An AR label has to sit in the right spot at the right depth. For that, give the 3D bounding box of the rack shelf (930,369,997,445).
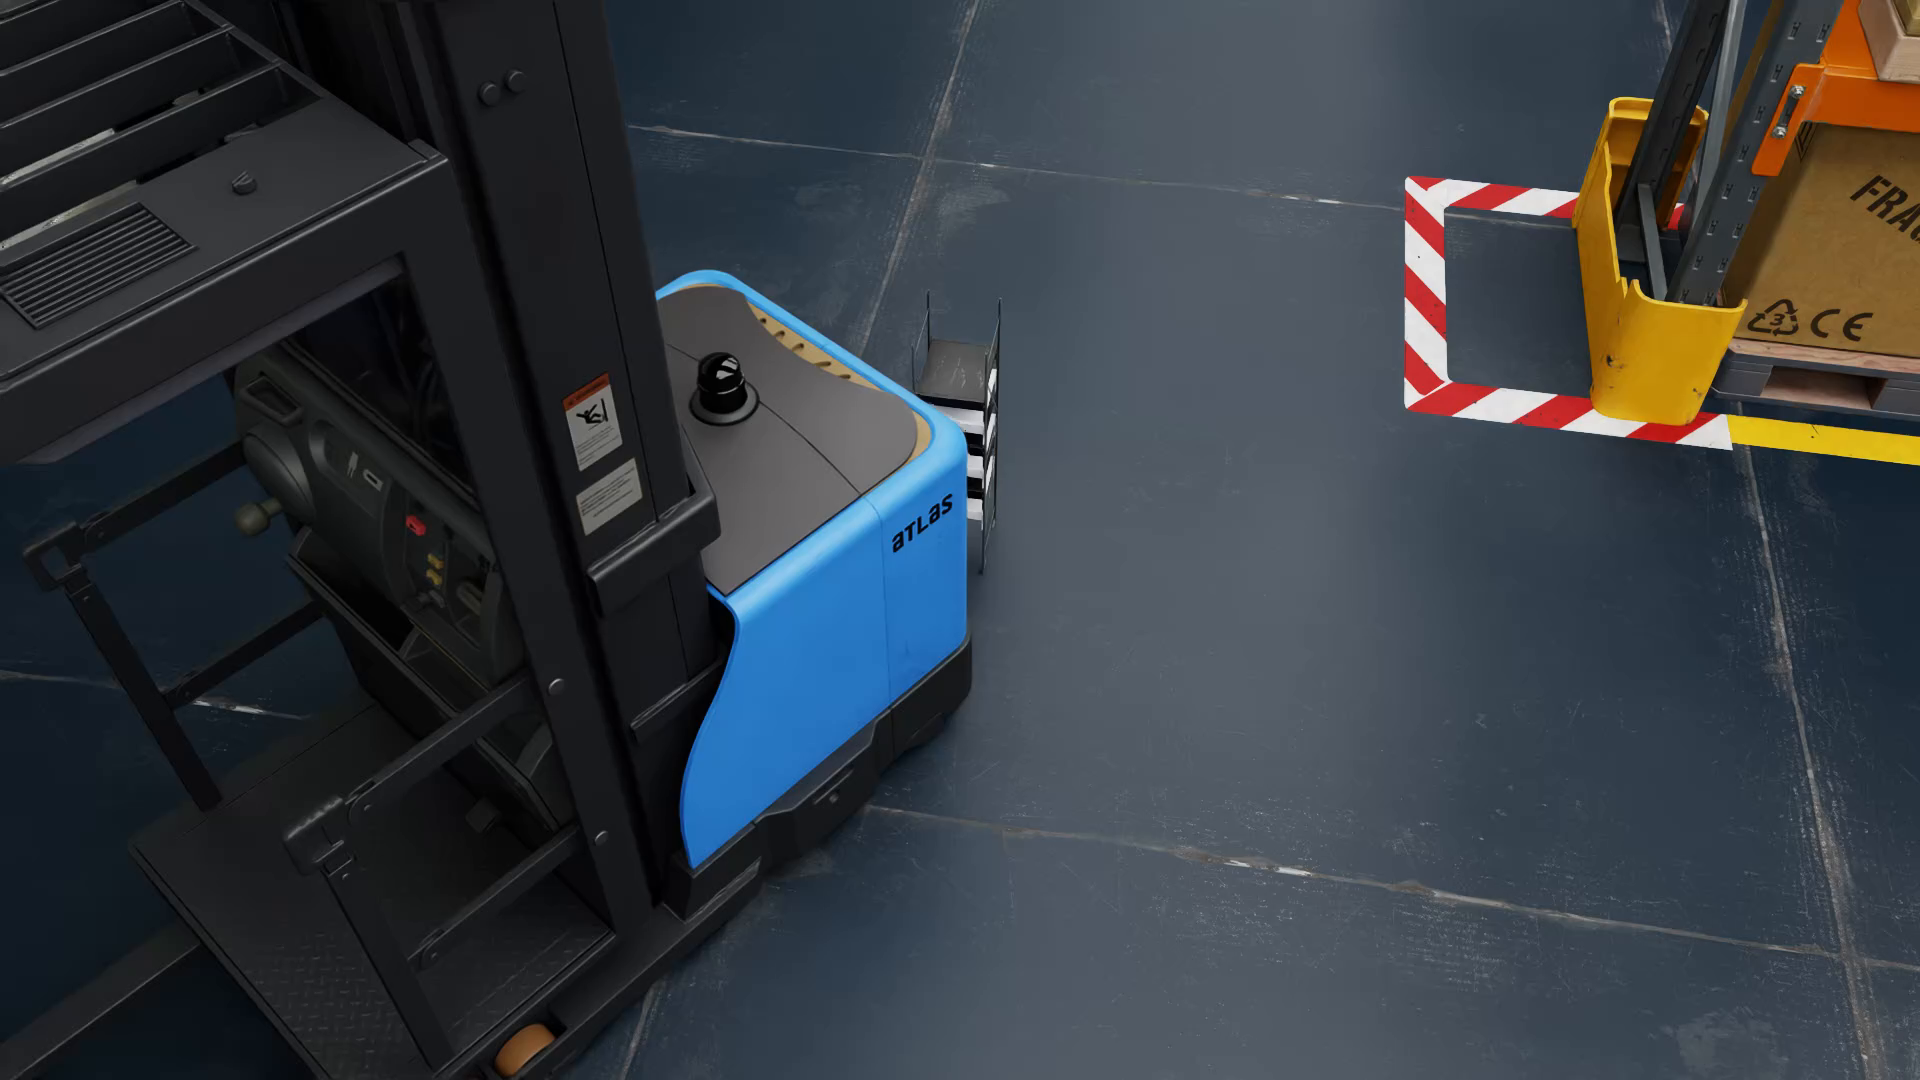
[{"bbox_3d":[-0.008,-0.400,4.807,0.200,0.077,0.258,8,49,7],"label":"rack shelf"}]

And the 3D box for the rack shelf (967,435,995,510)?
[{"bbox_3d":[-0.008,-0.219,5.008,0.200,0.077,0.258,8,49,7],"label":"rack shelf"}]

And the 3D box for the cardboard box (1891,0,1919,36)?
[{"bbox_3d":[2.862,-1.614,4.584,0.500,0.250,0.500,7,48,6],"label":"cardboard box"}]

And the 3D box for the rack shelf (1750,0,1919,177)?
[{"bbox_3d":[4.406,-1.320,4.904,4.000,0.370,1.077,8,49,7],"label":"rack shelf"}]

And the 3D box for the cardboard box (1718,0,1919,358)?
[{"bbox_3d":[3.082,-1.230,5.484,0.875,0.875,0.875,8,49,7],"label":"cardboard box"}]

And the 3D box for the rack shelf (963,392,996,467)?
[{"bbox_3d":[-0.008,-0.340,4.874,0.200,0.077,0.258,8,49,7],"label":"rack shelf"}]

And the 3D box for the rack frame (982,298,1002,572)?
[{"bbox_3d":[0.092,-0.288,4.904,0.006,0.900,0.240,8,49,7],"label":"rack frame"}]

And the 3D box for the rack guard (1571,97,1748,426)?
[{"bbox_3d":[2.414,-0.993,5.806,0.348,0.500,1.175,8,49,7],"label":"rack guard"}]

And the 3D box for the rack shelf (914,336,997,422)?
[{"bbox_3d":[-0.008,-0.460,4.740,0.200,0.077,0.258,8,49,7],"label":"rack shelf"}]

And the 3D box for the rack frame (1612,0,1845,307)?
[{"bbox_3d":[2.438,-1.826,4.874,0.127,3.000,1.000,8,49,7],"label":"rack frame"}]

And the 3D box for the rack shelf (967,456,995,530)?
[{"bbox_3d":[-0.008,-0.159,5.075,0.200,0.077,0.258,8,49,7],"label":"rack shelf"}]

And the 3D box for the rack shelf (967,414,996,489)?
[{"bbox_3d":[-0.008,-0.280,4.941,0.200,0.077,0.258,8,49,7],"label":"rack shelf"}]

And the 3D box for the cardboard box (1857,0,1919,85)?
[{"bbox_3d":[2.728,-1.453,4.708,0.250,0.149,0.380,8,49,7],"label":"cardboard box"}]

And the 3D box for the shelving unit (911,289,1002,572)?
[{"bbox_3d":[-0.008,-0.302,4.916,0.210,0.900,0.258,8,49,7],"label":"shelving unit"}]

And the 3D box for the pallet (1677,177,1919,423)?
[{"bbox_3d":[3.238,-0.845,5.867,1.213,0.211,1.003,8,49,7],"label":"pallet"}]

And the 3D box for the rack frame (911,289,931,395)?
[{"bbox_3d":[-0.108,-0.315,4.928,0.006,0.900,0.240,8,49,7],"label":"rack frame"}]

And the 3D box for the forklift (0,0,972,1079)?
[{"bbox_3d":[-1.342,0.027,3.255,1.130,2.935,3.031,35,57,27],"label":"forklift"}]
